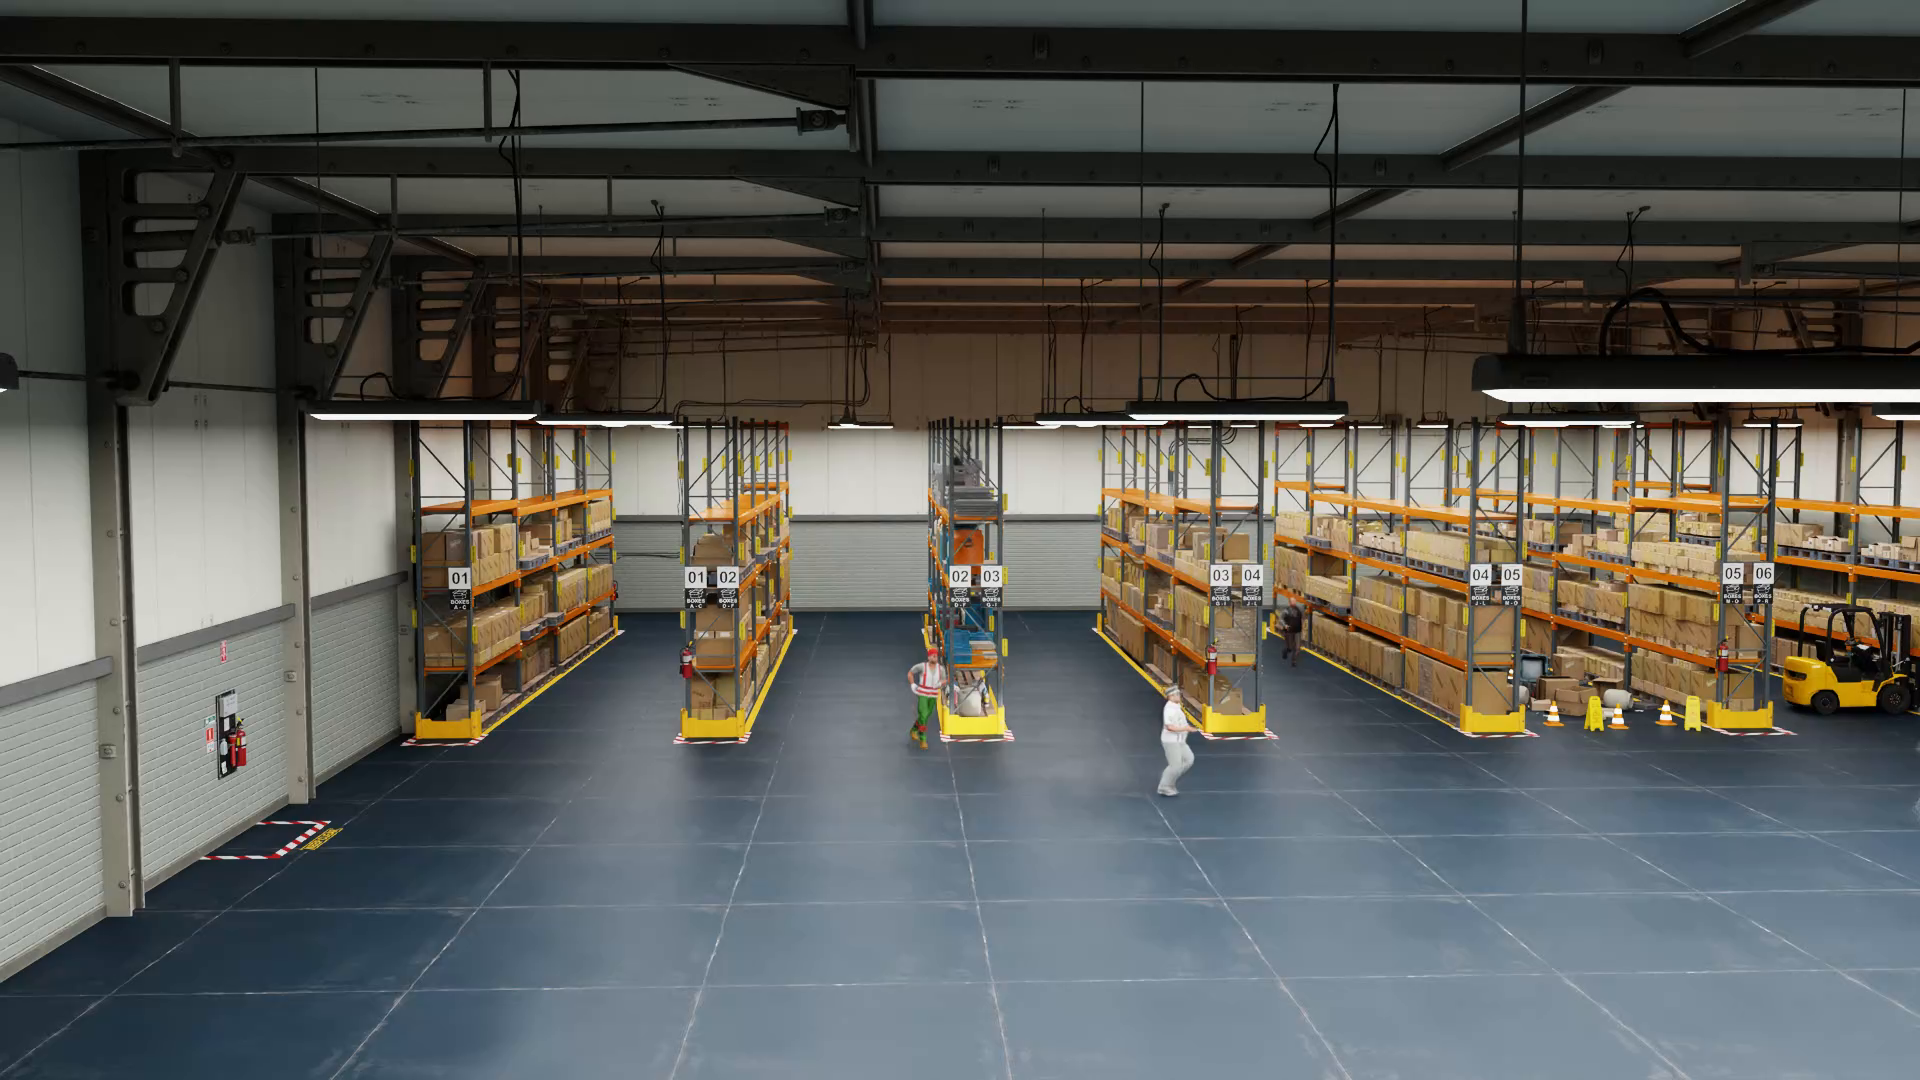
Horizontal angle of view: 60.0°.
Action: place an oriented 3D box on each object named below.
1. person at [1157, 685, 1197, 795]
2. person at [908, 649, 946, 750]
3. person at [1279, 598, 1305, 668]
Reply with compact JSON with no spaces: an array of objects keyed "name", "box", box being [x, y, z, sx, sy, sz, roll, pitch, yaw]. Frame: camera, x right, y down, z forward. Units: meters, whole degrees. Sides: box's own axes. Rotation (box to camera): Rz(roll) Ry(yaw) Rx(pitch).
[{"name":"person","box":[3.428,3.144,26.087,0.645,1.760,0.640,1,4,20]},{"name":"person","box":[-0.569,2.855,30.334,0.684,1.772,0.967,-2,4,-26]},{"name":"person","box":[8.089,2.247,40.422,0.661,1.692,0.778,-1,4,-8]}]
